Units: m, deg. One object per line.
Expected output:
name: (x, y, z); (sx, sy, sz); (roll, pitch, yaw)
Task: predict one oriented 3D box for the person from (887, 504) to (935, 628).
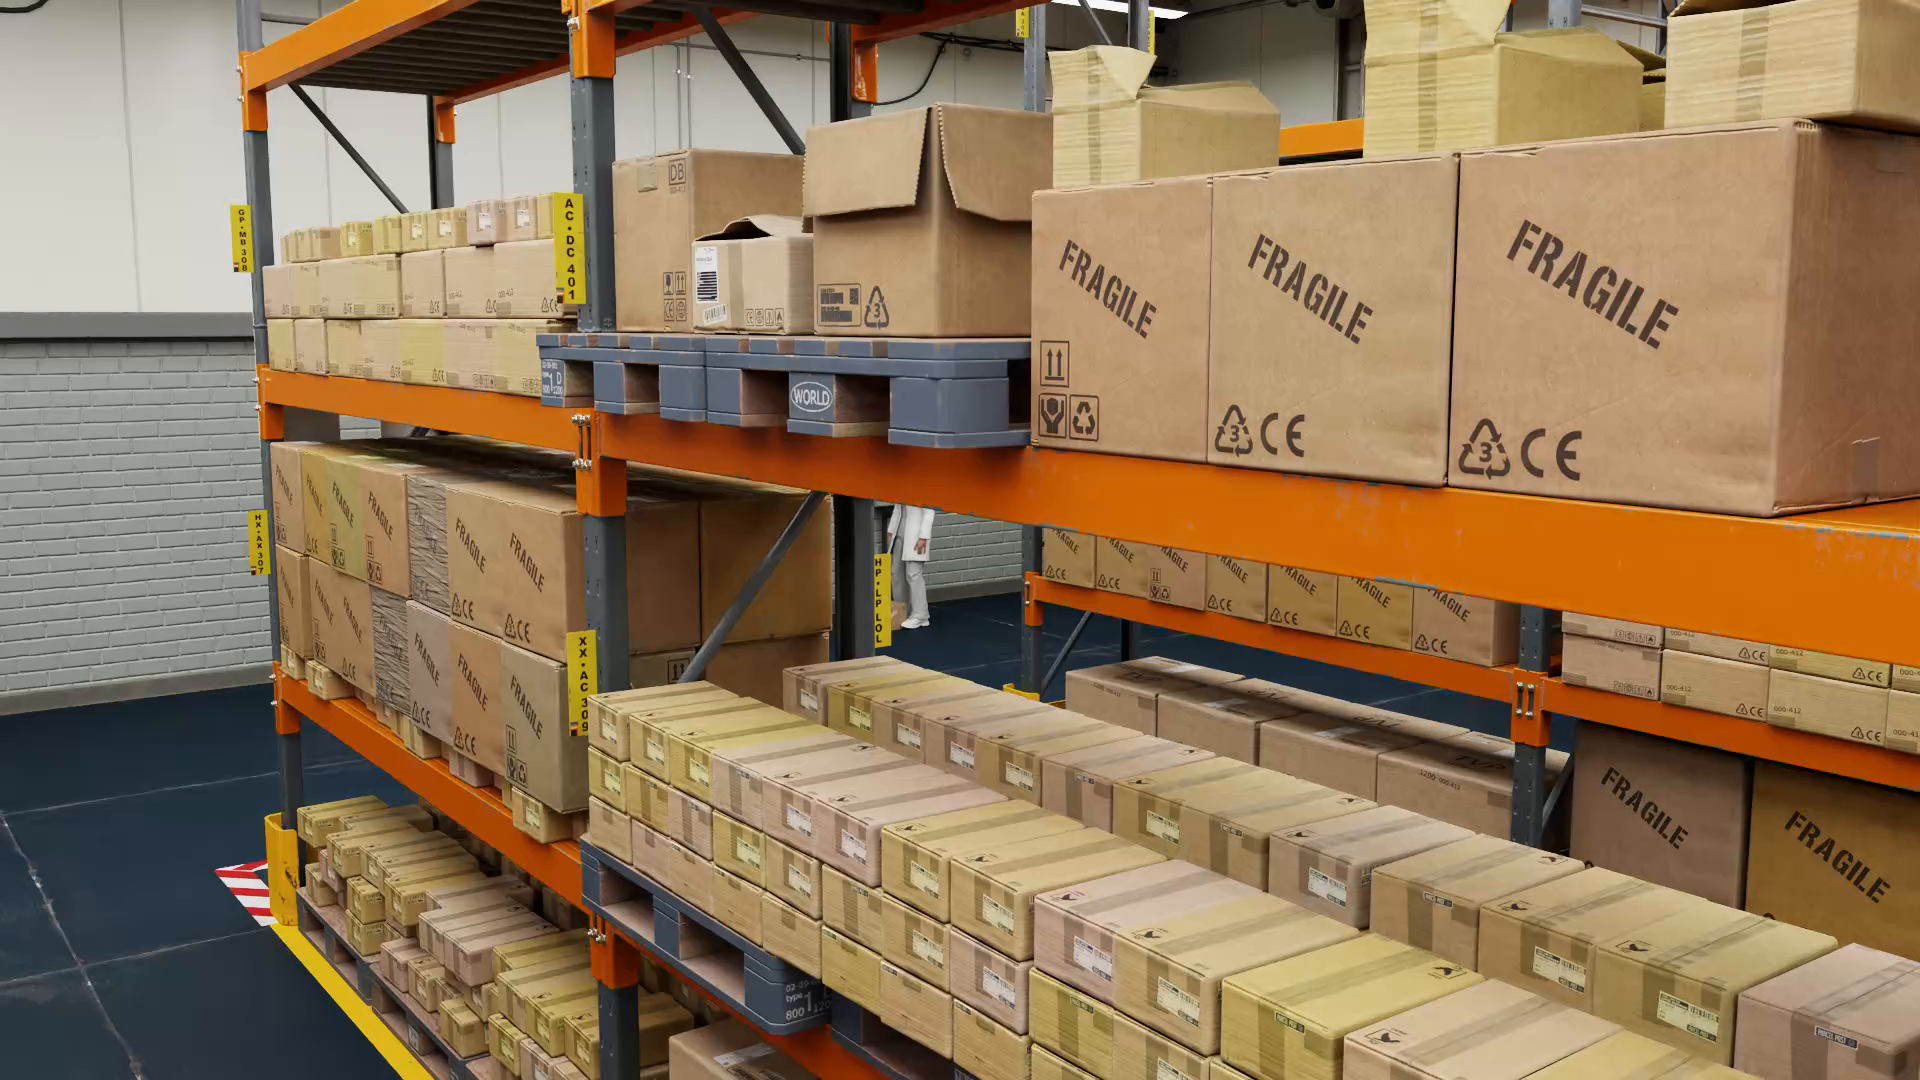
person: (-0.506, -0.026, 16.547); (0.424, 1.773, 0.642); (-6, 10, -38)
